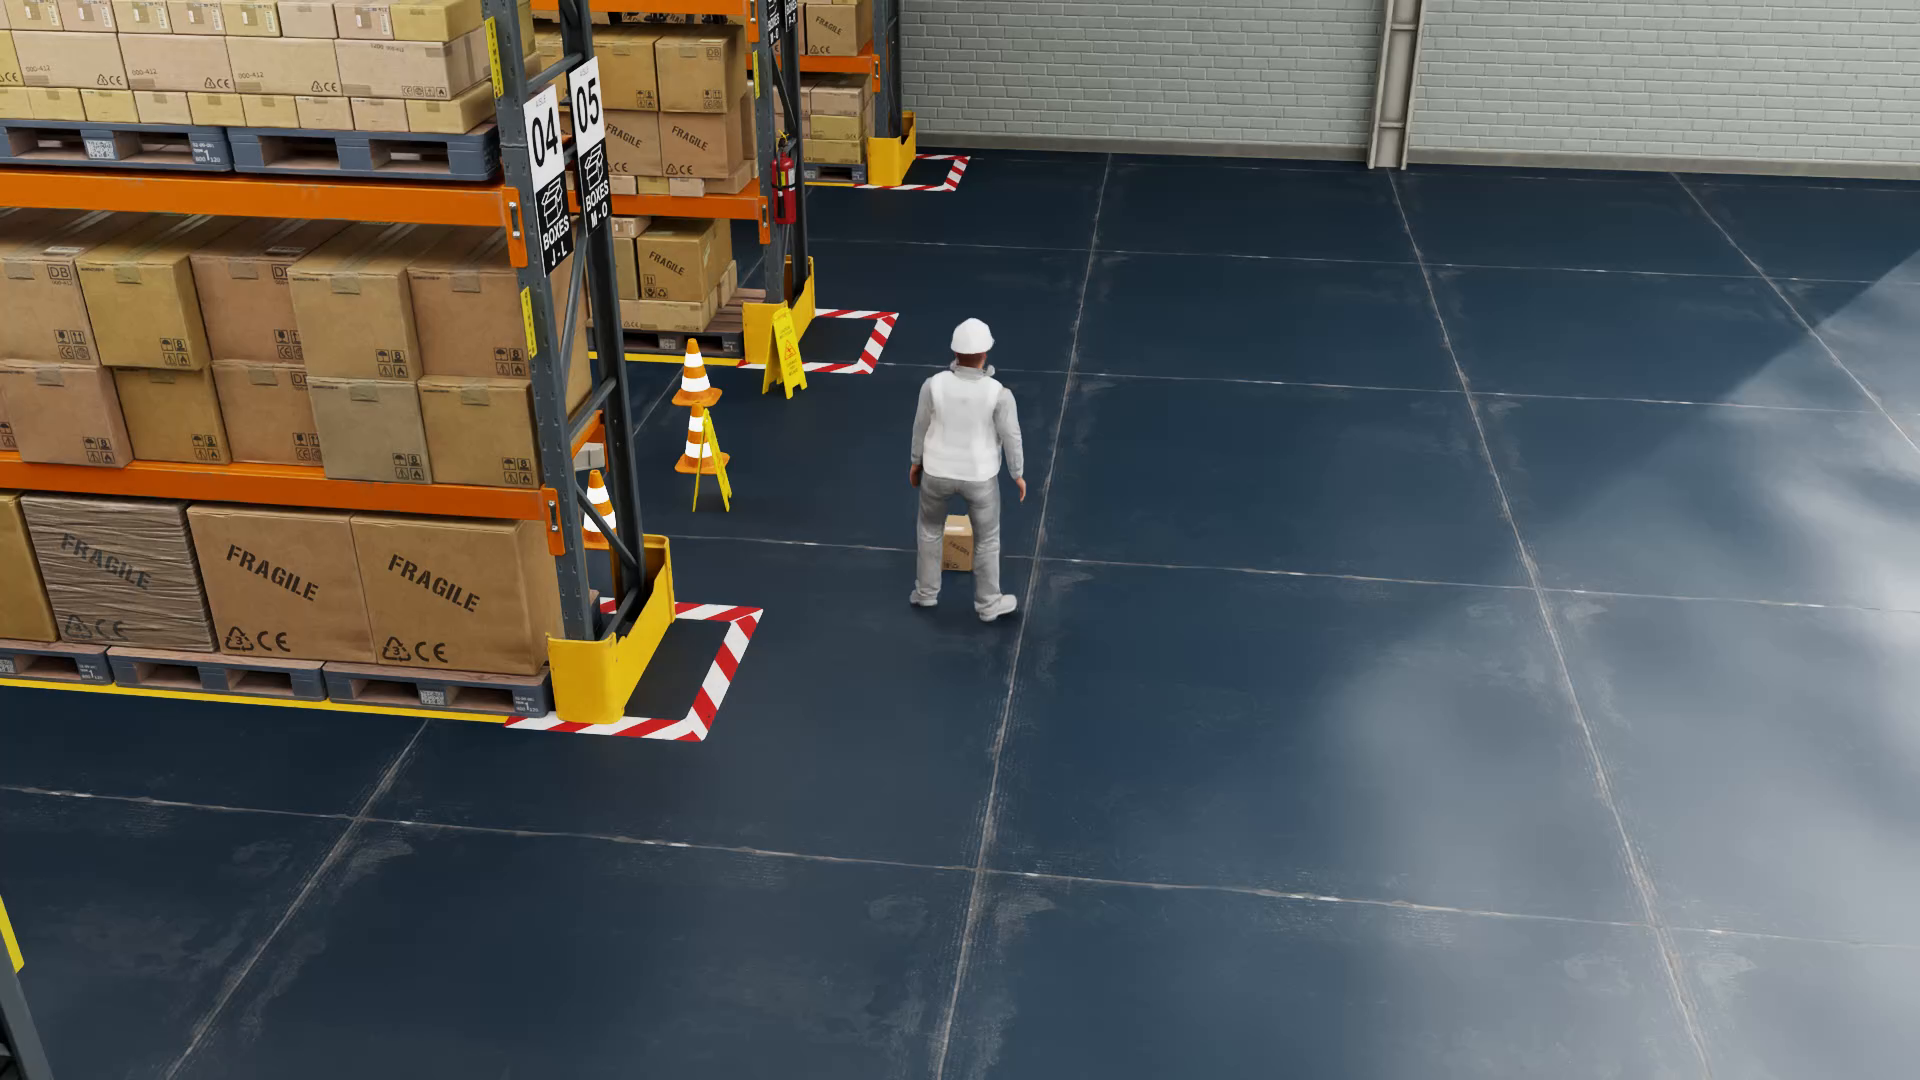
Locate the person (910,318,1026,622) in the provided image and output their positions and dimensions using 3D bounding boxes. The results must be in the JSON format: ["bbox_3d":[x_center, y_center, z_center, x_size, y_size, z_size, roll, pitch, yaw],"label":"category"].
[{"bbox_3d":[0.026,-0.374,9.270,0.686,1.800,0.374,5,29,9],"label":"person"}]
